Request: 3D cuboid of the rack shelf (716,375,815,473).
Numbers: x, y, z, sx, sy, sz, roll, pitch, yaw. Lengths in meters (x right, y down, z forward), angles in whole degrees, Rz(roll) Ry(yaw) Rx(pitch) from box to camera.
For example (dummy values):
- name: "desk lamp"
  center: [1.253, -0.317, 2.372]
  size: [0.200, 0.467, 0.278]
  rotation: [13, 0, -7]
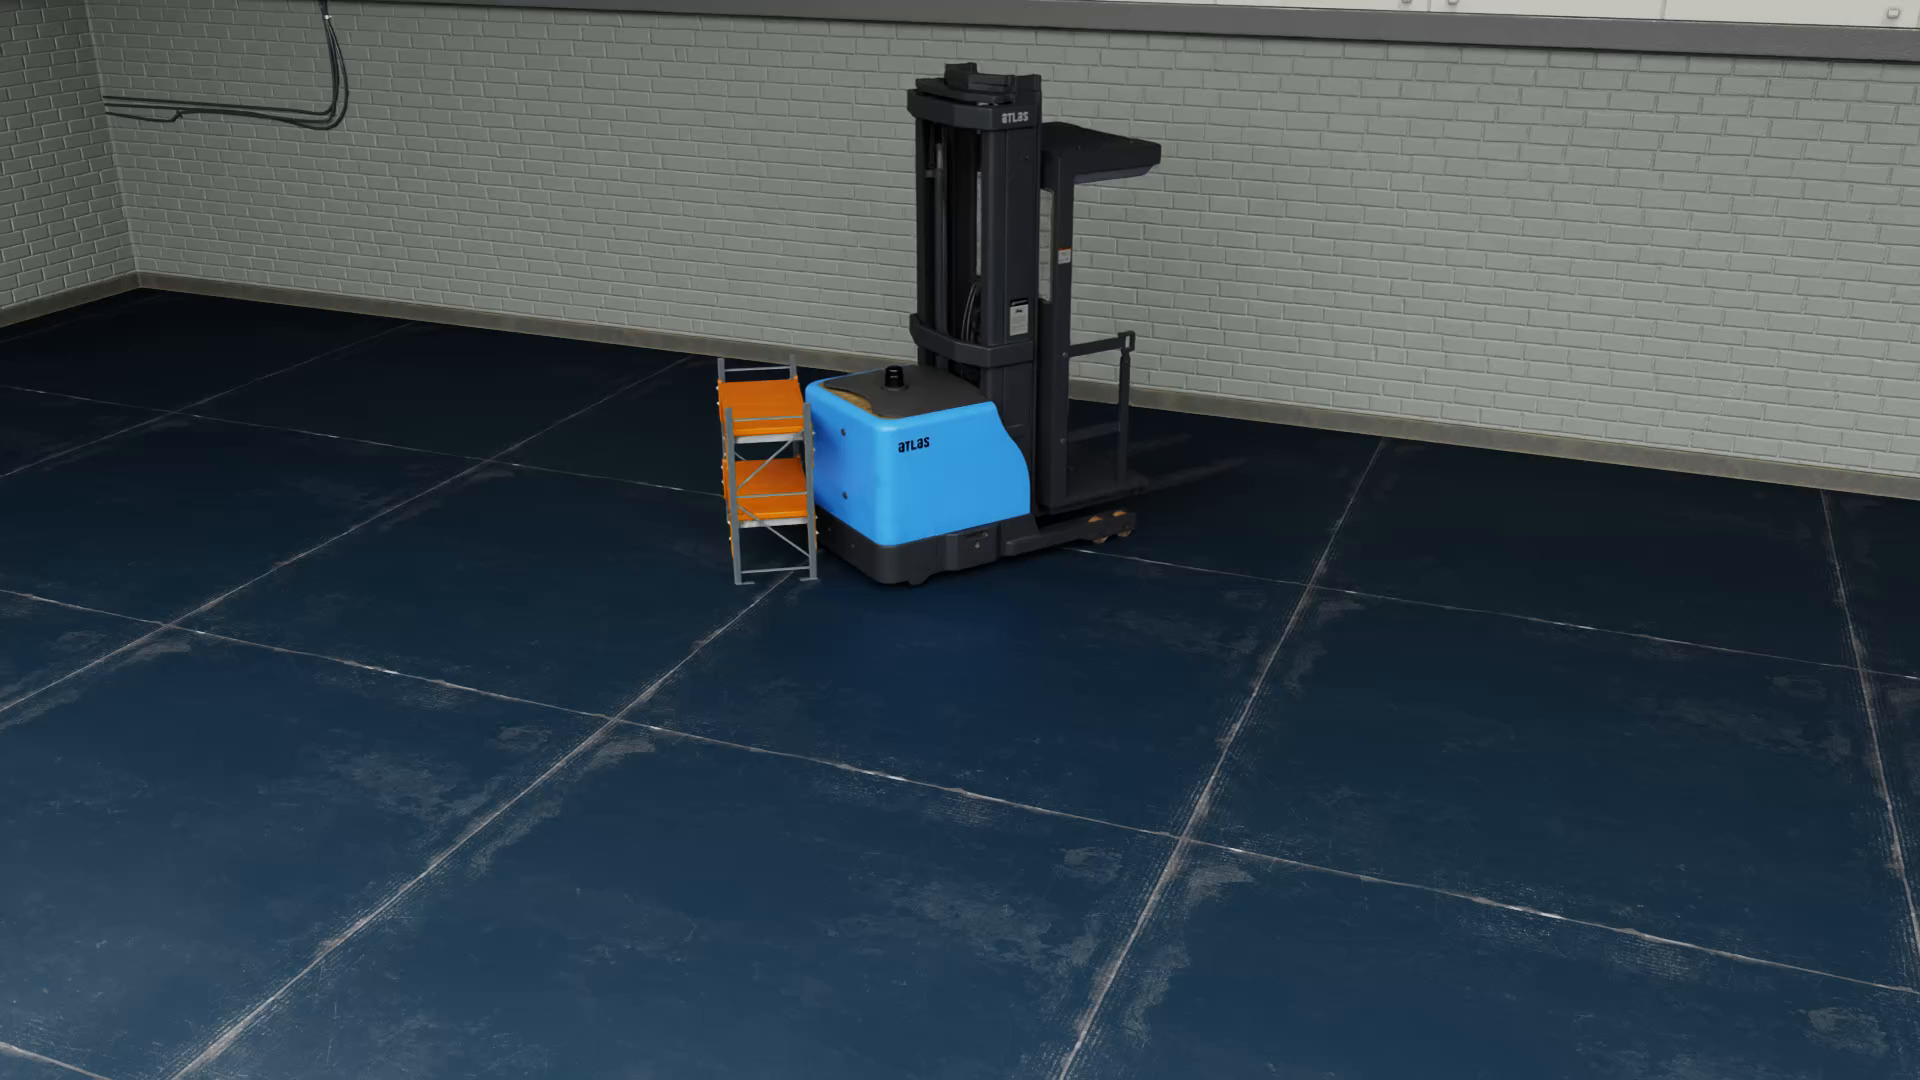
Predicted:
- name: "rack shelf"
  center: [-1.212, -0.729, 10.277]
  size: [0.538, 0.278, 1.000]
  rotation: [-4, 23, -9]

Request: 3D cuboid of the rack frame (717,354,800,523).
- name: "rack frame"
  center: [-1.301, -0.652, 10.851]
  size: [0.500, 1.125, 0.032]
  rotation: [-4, 23, -9]

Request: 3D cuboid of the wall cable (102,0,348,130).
- name: "wall cable"
  center: [-6.995, -5.071, 15.244]
  size: [3.097, 2.526, 0.112]
  rotation: [9, 24, 20]

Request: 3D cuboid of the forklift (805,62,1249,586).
- name: "forklift"
  center: [0.543, -1.492, 10.518]
  size: [3.031, 2.935, 1.130]
  rotation: [-14, 26, -30]

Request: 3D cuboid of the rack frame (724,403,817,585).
- name: "rack frame"
  center: [-1.123, -0.266, 9.928]
  size: [0.500, 1.125, 0.032]
  rotation: [-4, 23, -9]

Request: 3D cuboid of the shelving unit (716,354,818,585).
- name: "shelving unit"
  center: [-1.212, -0.459, 10.389]
  size: [0.538, 1.125, 1.048]
  rotation: [-4, 23, -9]

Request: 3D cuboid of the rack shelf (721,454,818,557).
- name: "rack shelf"
  center: [-1.212, -0.233, 10.484]
  size: [0.538, 0.278, 1.000]
  rotation: [-4, 23, -9]
